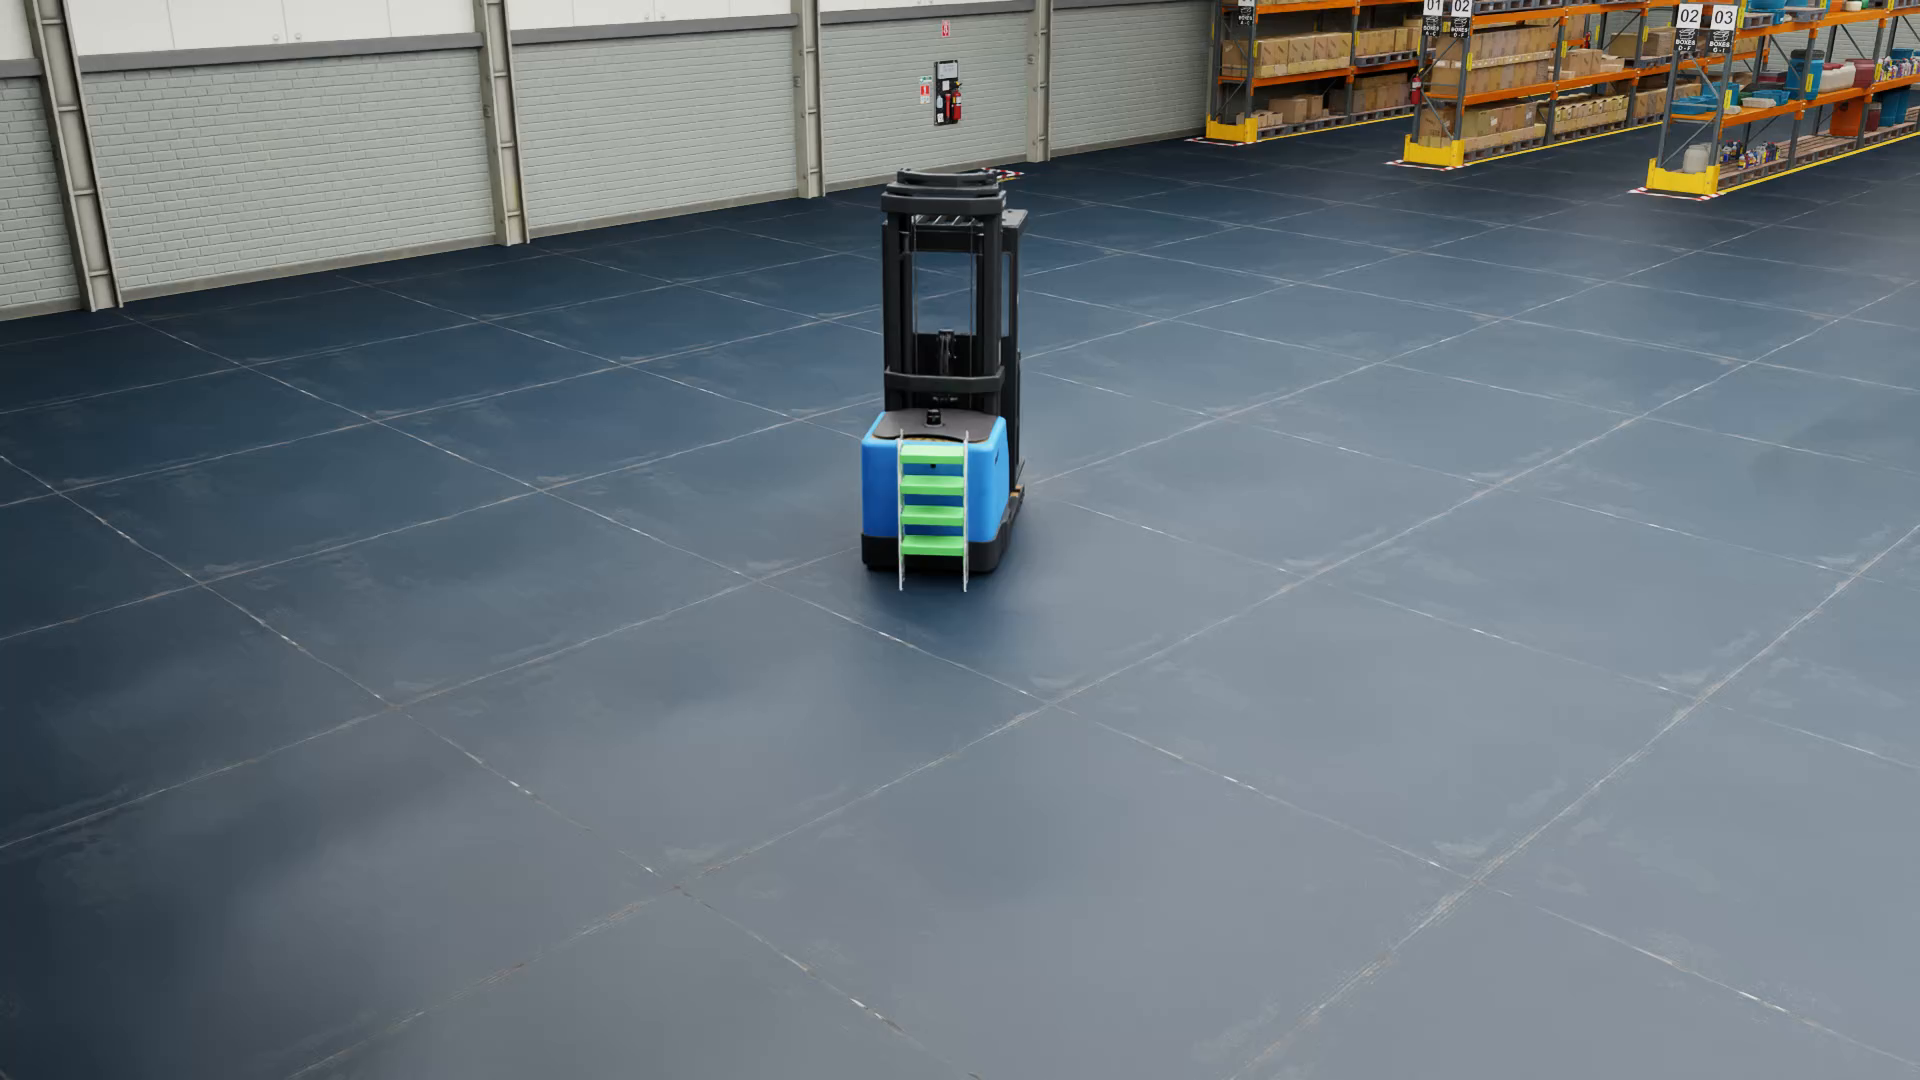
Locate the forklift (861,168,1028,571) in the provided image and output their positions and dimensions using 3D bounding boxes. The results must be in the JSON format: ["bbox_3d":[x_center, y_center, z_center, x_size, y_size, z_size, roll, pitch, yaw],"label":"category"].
[{"bbox_3d":[-0.040,-1.619,13.701,1.130,2.935,3.031,3,21,8],"label":"forklift"}]

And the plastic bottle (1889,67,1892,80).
[{"bbox_3d":[19.836,-9.964,35.498,0.097,0.271,0.097,0,21,0],"label":"plastic bottle"}]

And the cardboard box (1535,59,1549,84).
[{"bbox_3d":[11.915,-9.877,34.952,0.700,0.500,0.500,18,28,39],"label":"cardboard box"}]

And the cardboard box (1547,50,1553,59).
[{"bbox_3d":[12.184,-10.172,34.815,0.380,0.149,0.250,19,28,41],"label":"cardboard box"}]

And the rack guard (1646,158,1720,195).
[{"bbox_3d":[12.996,-6.542,29.898,1.175,0.500,0.348,19,28,41],"label":"rack guard"}]

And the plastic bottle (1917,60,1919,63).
[{"bbox_3d":[21.304,-10.522,36.941,0.152,0.276,0.135,19,28,41],"label":"plastic bottle"}]

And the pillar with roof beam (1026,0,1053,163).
[{"bbox_3d":[4.645,-10.734,28.958,9.100,9.000,0.400,19,28,41],"label":"pillar with roof beam"}]

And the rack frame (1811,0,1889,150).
[{"bbox_3d":[18.557,-9.734,34.718,1.000,3.000,0.127,19,28,41],"label":"rack frame"}]

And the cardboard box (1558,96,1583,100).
[{"bbox_3d":[13.717,-9.820,37.408,0.500,0.311,0.500,18,28,39],"label":"cardboard box"}]

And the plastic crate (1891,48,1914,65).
[{"bbox_3d":[21.429,-10.988,37.920,0.392,0.384,0.575,19,28,41],"label":"plastic crate"}]

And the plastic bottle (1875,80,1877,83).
[{"bbox_3d":[19.191,-9.727,34.880,0.097,0.271,0.097,0,21,0],"label":"plastic bottle"}]

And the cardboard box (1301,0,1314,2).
[{"bbox_3d":[7.409,-12.043,36.378,0.500,0.500,0.500,-18,27,-39],"label":"cardboard box"}]

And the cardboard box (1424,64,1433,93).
[{"bbox_3d":[12.066,-11.562,41.886,0.750,0.750,0.750,19,28,40],"label":"cardboard box"}]

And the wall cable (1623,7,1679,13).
[{"bbox_3d":[21.241,-16.985,49.550,3.097,2.526,0.112,19,28,41],"label":"wall cable"}]

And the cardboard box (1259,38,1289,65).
[{"bbox_3d":[6.778,-10.618,36.155,0.500,0.500,0.500,19,28,41],"label":"cardboard box"}]

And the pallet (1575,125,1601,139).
[{"bbox_3d":[13.557,-9.159,37.109,1.003,0.211,1.213,19,28,41],"label":"pallet"}]

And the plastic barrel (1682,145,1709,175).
[{"bbox_3d":[13.381,-6.900,30.229,0.421,0.512,0.421,0,21,0],"label":"plastic barrel"}]

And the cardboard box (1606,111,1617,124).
[{"bbox_3d":[14.461,-9.557,37.506,0.500,0.250,0.500,19,28,40],"label":"cardboard box"}]

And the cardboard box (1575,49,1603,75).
[{"bbox_3d":[13.852,-10.586,36.795,0.500,0.500,0.500,17,27,38],"label":"cardboard box"}]

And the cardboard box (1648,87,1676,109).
[{"bbox_3d":[16.608,-10.458,39.472,0.500,0.500,0.500,18,27,39],"label":"cardboard box"}]

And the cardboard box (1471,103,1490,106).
[{"bbox_3d":[10.628,-8.782,34.443,0.500,0.500,0.500,19,28,41],"label":"cardboard box"}]

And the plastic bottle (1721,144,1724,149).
[{"bbox_3d":[14.630,-7.459,31.972,0.133,0.283,0.061,-19,28,-40],"label":"plastic bottle"}]

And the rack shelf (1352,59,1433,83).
[{"bbox_3d":[10.064,-11.363,39.961,1.077,0.370,4.000,19,28,41],"label":"rack shelf"}]

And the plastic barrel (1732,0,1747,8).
[{"bbox_3d":[13.680,-9.686,29.566,0.600,0.588,0.600,0,21,0],"label":"plastic barrel"}]

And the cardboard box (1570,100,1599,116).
[{"bbox_3d":[13.759,-9.560,36.731,0.500,0.311,0.500,-19,28,-41],"label":"cardboard box"}]

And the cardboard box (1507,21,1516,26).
[{"bbox_3d":[14.108,-13.255,43.297,0.500,0.500,0.500,19,28,40],"label":"cardboard box"}]

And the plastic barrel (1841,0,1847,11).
[{"bbox_3d":[17.829,-11.211,33.682,0.600,0.901,0.600,0,21,0],"label":"plastic barrel"}]

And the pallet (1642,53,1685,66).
[{"bbox_3d":[16.364,-11.386,39.284,1.003,0.211,1.213,19,28,41],"label":"pallet"}]

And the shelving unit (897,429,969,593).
[{"bbox_3d":[-0.198,-0.213,12.456,0.503,1.200,0.258,2,21,5],"label":"shelving unit"}]

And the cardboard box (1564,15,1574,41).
[{"bbox_3d":[16.192,-14.086,45.624,0.980,0.700,0.700,19,28,40],"label":"cardboard box"}]

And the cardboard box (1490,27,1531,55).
[{"bbox_3d":[11.214,-10.224,34.046,0.700,0.500,0.500,19,28,41],"label":"cardboard box"}]

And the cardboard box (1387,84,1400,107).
[{"bbox_3d":[10.225,-10.816,40.404,0.700,0.500,0.500,19,28,40],"label":"cardboard box"}]

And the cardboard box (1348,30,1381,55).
[{"bbox_3d":[9.443,-11.701,39.084,0.500,0.500,0.700,-17,27,-37],"label":"cardboard box"}]

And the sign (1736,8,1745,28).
[{"bbox_3d":[13.367,-8.943,28.467,0.100,0.325,0.005,19,28,41],"label":"sign"}]

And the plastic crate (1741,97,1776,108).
[{"bbox_3d":[14.815,-8.102,30.839,0.530,0.136,0.437,19,28,41],"label":"plastic crate"}]

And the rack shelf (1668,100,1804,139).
[{"bbox_3d":[14.371,-7.856,30.834,1.077,0.370,4.000,19,28,41],"label":"rack shelf"}]

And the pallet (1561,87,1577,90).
[{"bbox_3d":[16.538,-12.743,46.434,1.003,0.211,1.213,19,28,41],"label":"pallet"}]

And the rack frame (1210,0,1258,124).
[{"bbox_3d":[5.878,-10.157,35.819,1.000,3.000,0.127,19,28,41],"label":"rack frame"}]

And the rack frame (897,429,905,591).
[{"bbox_3d":[-0.441,-0.221,12.477,0.015,1.200,0.240,2,21,5],"label":"rack frame"}]

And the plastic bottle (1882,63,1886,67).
[{"bbox_3d":[20.599,-10.525,37.054,0.097,0.201,0.097,0,21,0],"label":"plastic bottle"}]

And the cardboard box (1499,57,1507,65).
[{"bbox_3d":[10.755,-9.646,33.446,0.380,0.149,0.250,19,28,40],"label":"cardboard box"}]

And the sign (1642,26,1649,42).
[{"bbox_3d":[15.411,-11.377,37.379,0.100,0.325,0.005,19,28,41],"label":"sign"}]

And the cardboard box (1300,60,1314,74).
[{"bbox_3d":[7.512,-10.538,36.992,0.500,0.250,0.500,20,28,41],"label":"cardboard box"}]

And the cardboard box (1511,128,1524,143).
[{"bbox_3d":[11.359,-8.427,34.564,0.500,0.250,0.500,19,28,41],"label":"cardboard box"}]

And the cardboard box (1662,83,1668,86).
[{"bbox_3d":[16.925,-10.838,40.462,0.500,0.500,0.500,-20,28,-41],"label":"cardboard box"}]

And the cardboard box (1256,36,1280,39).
[{"bbox_3d":[6.770,-10.881,36.840,0.500,0.500,0.500,18,28,39],"label":"cardboard box"}]

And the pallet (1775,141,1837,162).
[{"bbox_3d":[17.138,-7.931,33.914,1.003,0.211,1.213,19,28,41],"label":"pallet"}]

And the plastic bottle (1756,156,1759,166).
[{"bbox_3d":[14.986,-7.157,31.300,0.097,0.201,0.097,0,21,0],"label":"plastic bottle"}]

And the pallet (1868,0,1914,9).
[{"bbox_3d":[19.161,-11.218,34.662,1.003,0.211,1.213,19,28,41],"label":"pallet"}]

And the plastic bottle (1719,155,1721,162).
[{"bbox_3d":[14.338,-7.225,31.479,0.097,0.201,0.097,0,21,0],"label":"plastic bottle"}]

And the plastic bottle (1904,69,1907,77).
[{"bbox_3d":[20.542,-10.192,36.188,0.097,0.201,0.097,0,21,0],"label":"plastic bottle"}]

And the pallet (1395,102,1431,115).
[{"bbox_3d":[10.913,-10.711,41.148,1.003,0.211,1.213,19,28,41],"label":"pallet"}]

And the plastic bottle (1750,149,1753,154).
[{"bbox_3d":[14.972,-7.259,31.451,0.061,0.283,0.133,19,28,41],"label":"plastic bottle"}]

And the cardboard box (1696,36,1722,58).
[{"bbox_3d":[18.352,-12.112,40.767,0.500,0.500,0.500,-19,28,-41],"label":"cardboard box"}]

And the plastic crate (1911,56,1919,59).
[{"bbox_3d":[22.347,-11.190,38.790,0.293,0.136,0.466,19,28,41],"label":"plastic crate"}]
